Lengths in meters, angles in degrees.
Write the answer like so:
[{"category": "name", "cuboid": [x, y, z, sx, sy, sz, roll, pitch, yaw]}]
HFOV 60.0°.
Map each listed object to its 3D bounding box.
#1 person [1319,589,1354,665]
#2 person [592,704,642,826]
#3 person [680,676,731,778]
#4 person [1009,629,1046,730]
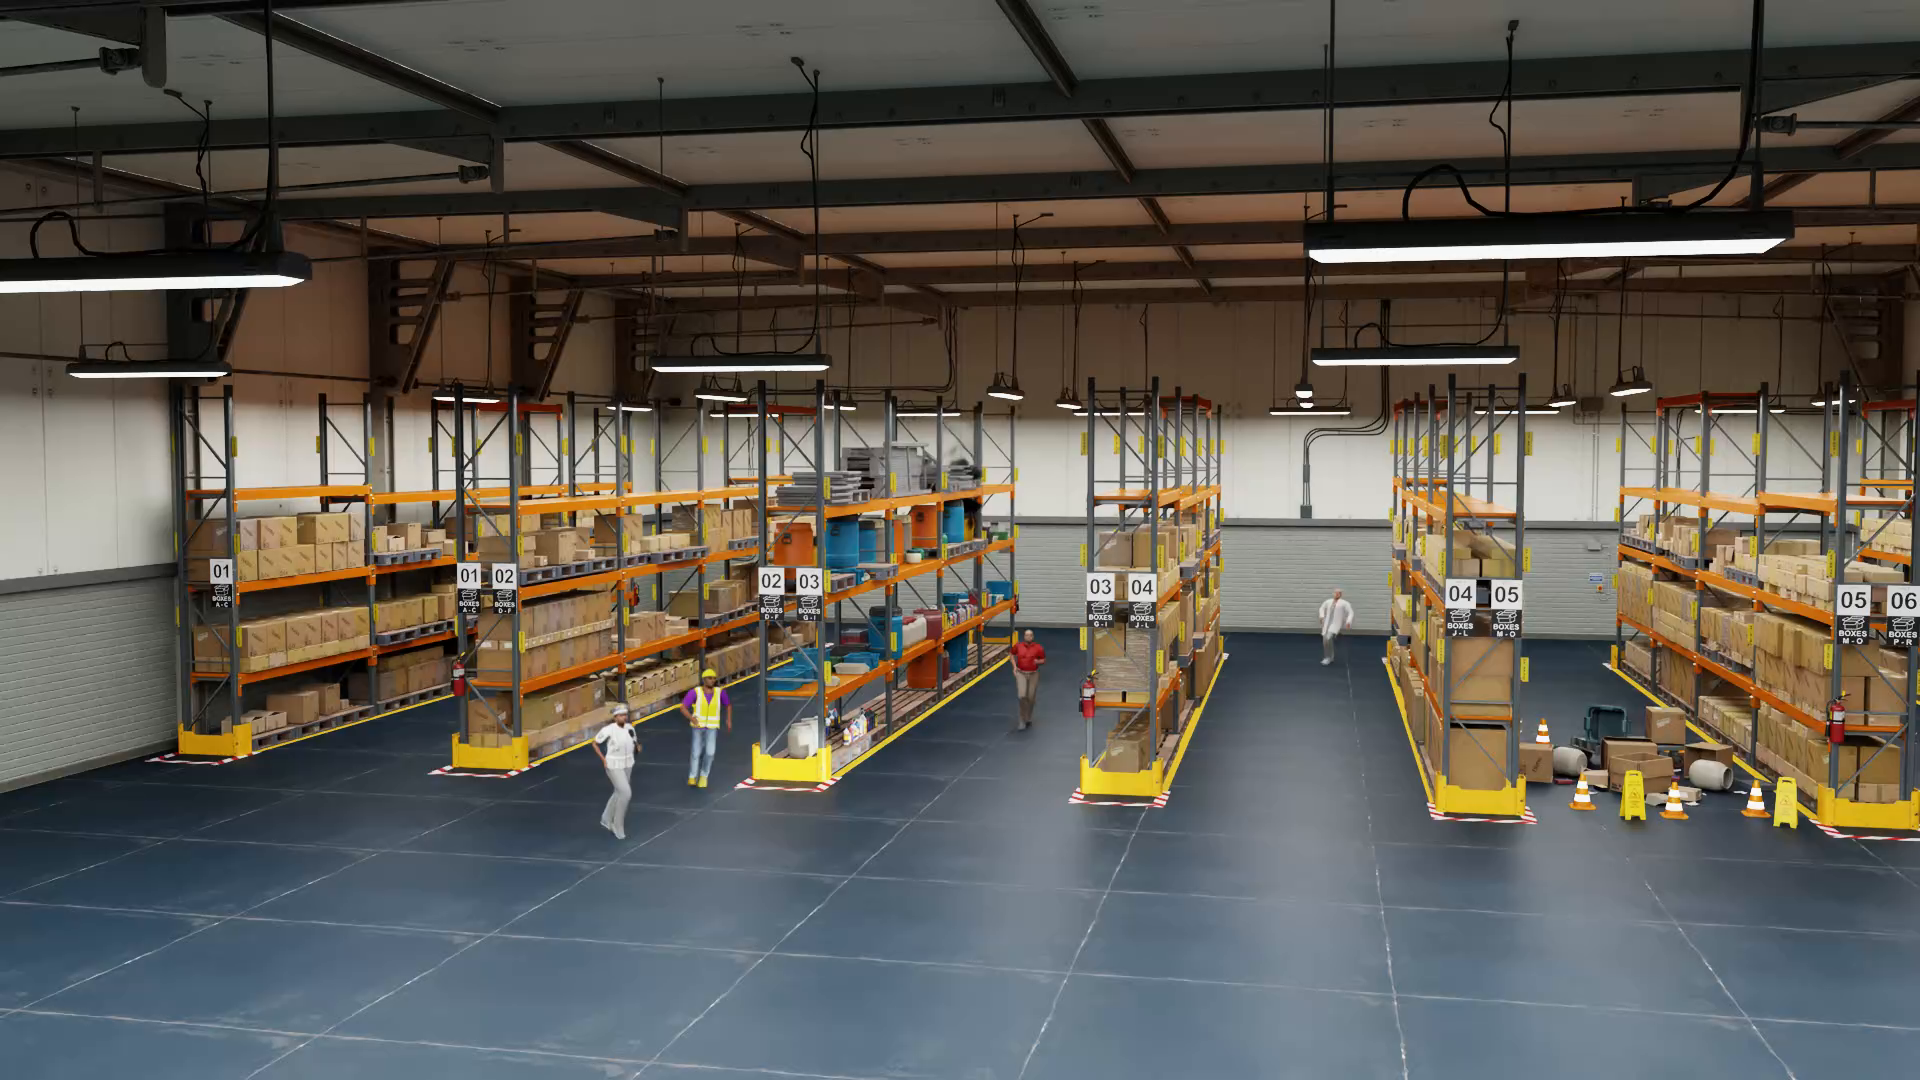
[{"category": "person", "cuboid": [8.602, 2.000, 38.303, 0.768, 1.766, 0.617, 3, 4, 43]}, {"category": "person", "cuboid": [-4.365, 2.889, 21.447, 0.693, 1.582, 0.545, 3, 4, 38]}, {"category": "person", "cuboid": [-3.719, 2.734, 24.422, 0.776, 1.603, 0.605, -1, 3, -16]}, {"category": "person", "cuboid": [1.217, 2.492, 29.721, 0.640, 1.802, 0.806, 0, 3, -5]}]
